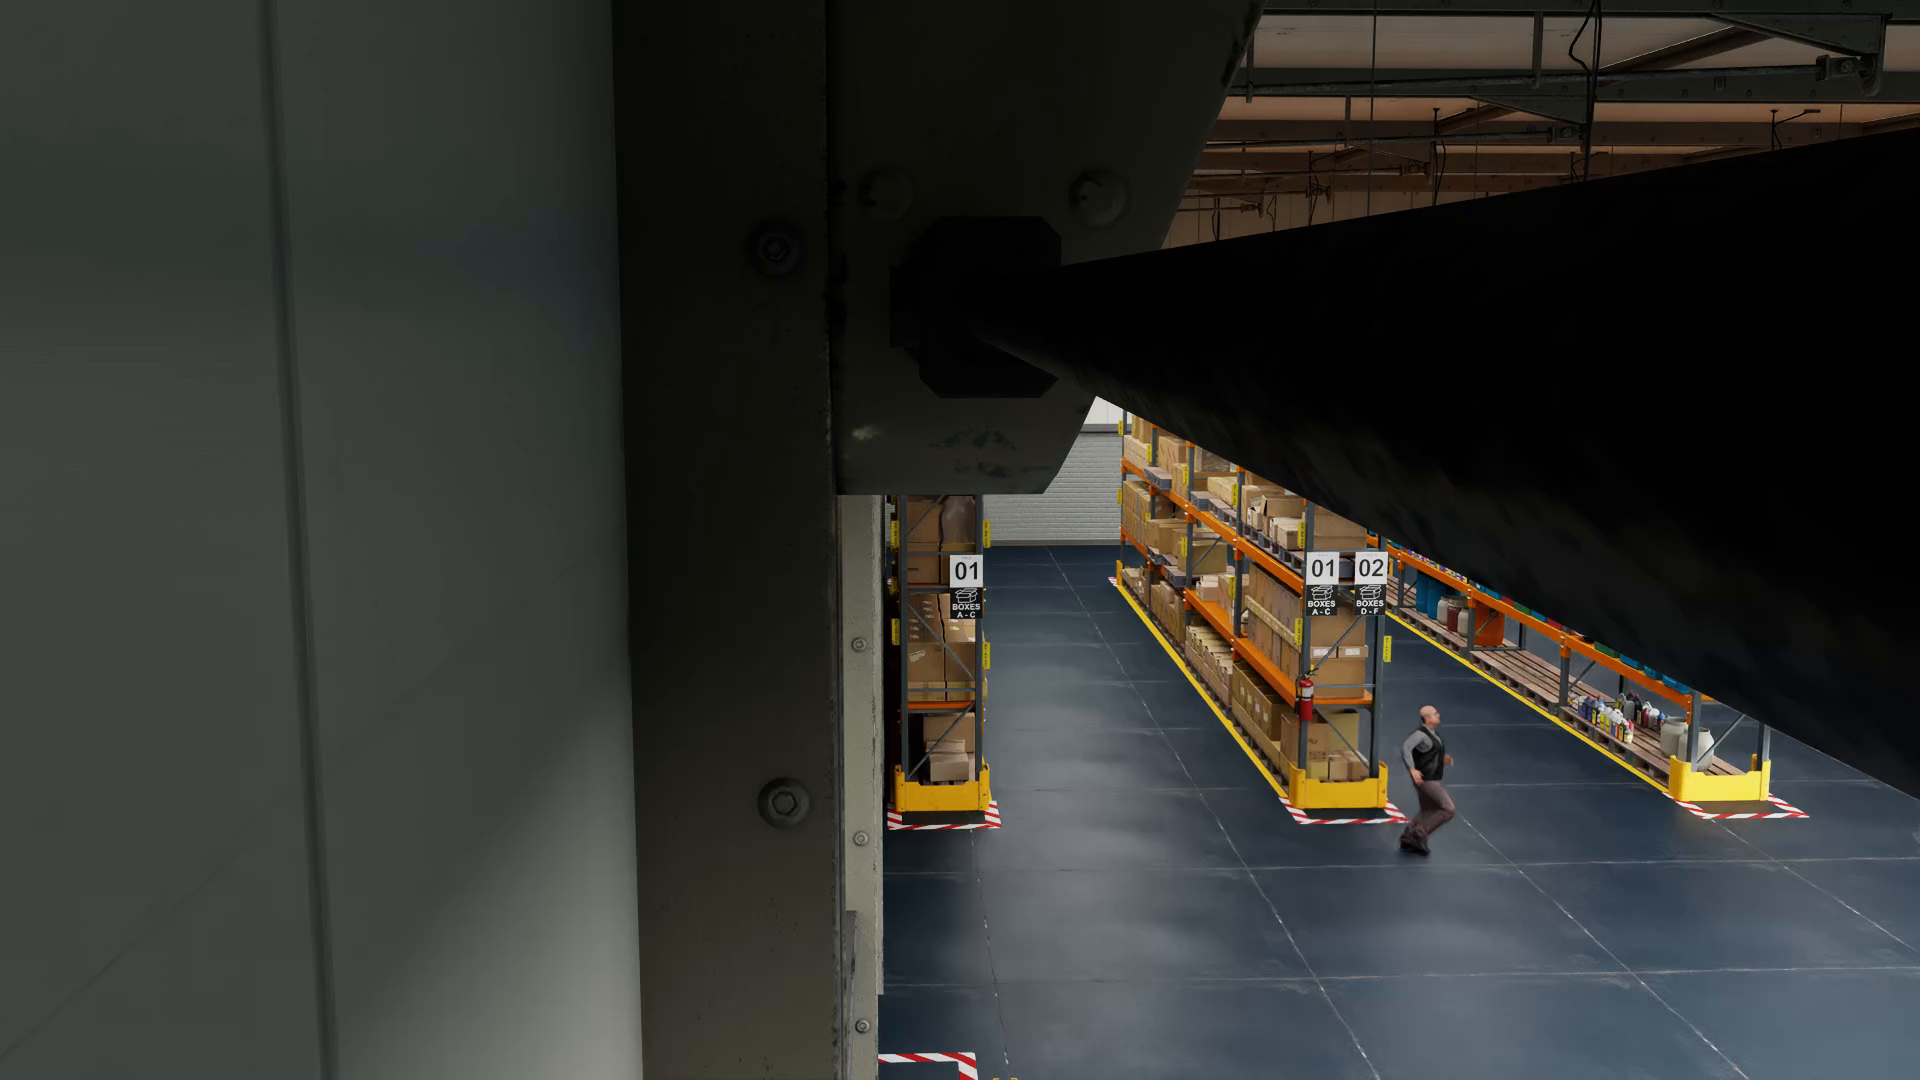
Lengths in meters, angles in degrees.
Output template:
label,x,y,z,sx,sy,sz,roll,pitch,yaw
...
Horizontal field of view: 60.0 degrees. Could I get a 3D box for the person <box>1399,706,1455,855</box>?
label,x,y,z,sx,sy,sz,roll,pitch,yaw
person,5.333,2.718,18.902,0.612,1.674,0.647,3,9,21
